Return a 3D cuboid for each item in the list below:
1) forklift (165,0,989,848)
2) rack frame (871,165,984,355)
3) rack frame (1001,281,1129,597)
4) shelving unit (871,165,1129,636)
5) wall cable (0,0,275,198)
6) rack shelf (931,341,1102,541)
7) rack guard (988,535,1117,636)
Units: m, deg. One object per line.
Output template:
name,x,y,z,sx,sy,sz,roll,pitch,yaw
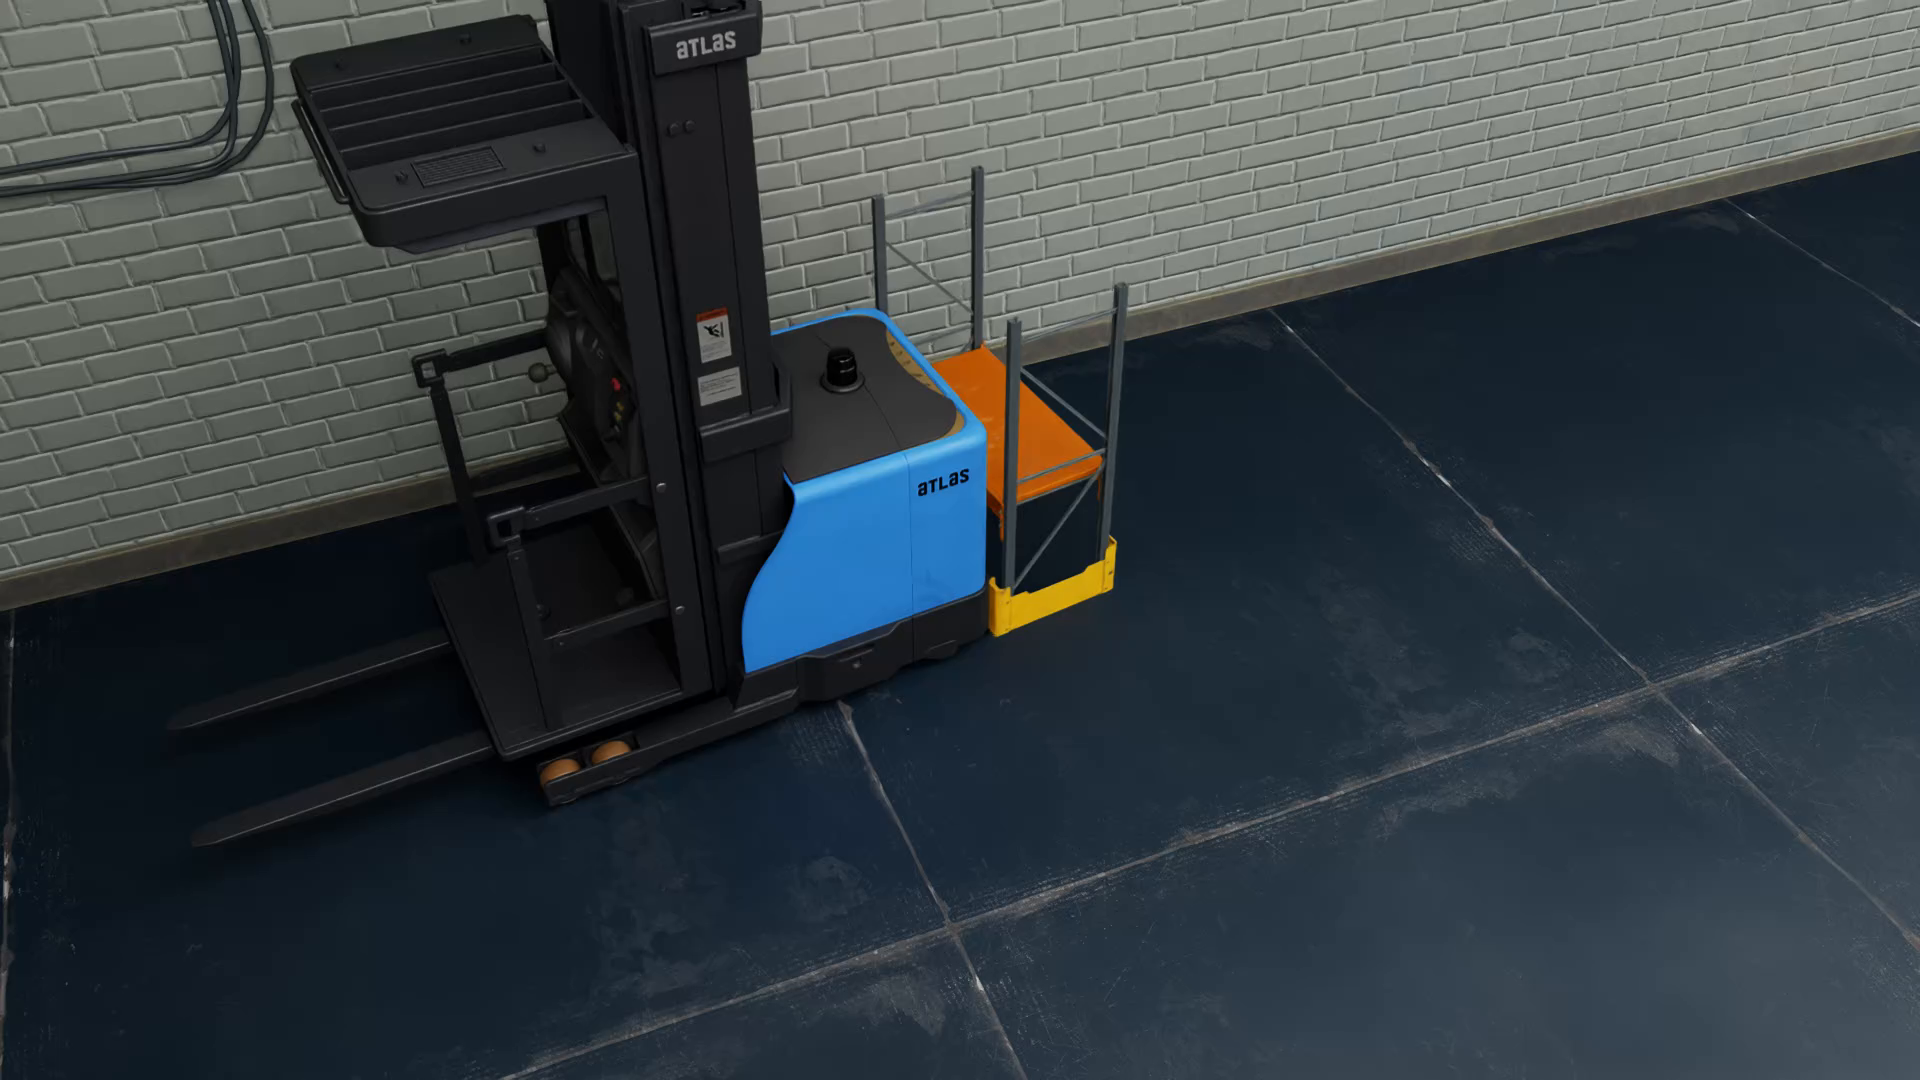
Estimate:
forklift,-1.434,-0.537,5.627,3.031,2.935,1.130,-19,44,-20
rack frame,-0.125,-0.853,7.092,0.500,1.500,0.032,-21,45,-23
rack frame,0.389,-0.281,6.426,0.500,1.500,0.032,-21,45,-23
shelving unit,0.127,-0.572,6.765,0.587,1.500,1.083,-21,45,-23
wall cable,-3.900,-1.949,4.997,3.097,2.526,0.112,-15,43,-17
rack shelf,0.132,-0.431,6.876,0.538,0.185,1.000,-21,45,-23
rack guard,0.379,0.182,6.847,0.587,0.250,0.087,-21,45,-23
